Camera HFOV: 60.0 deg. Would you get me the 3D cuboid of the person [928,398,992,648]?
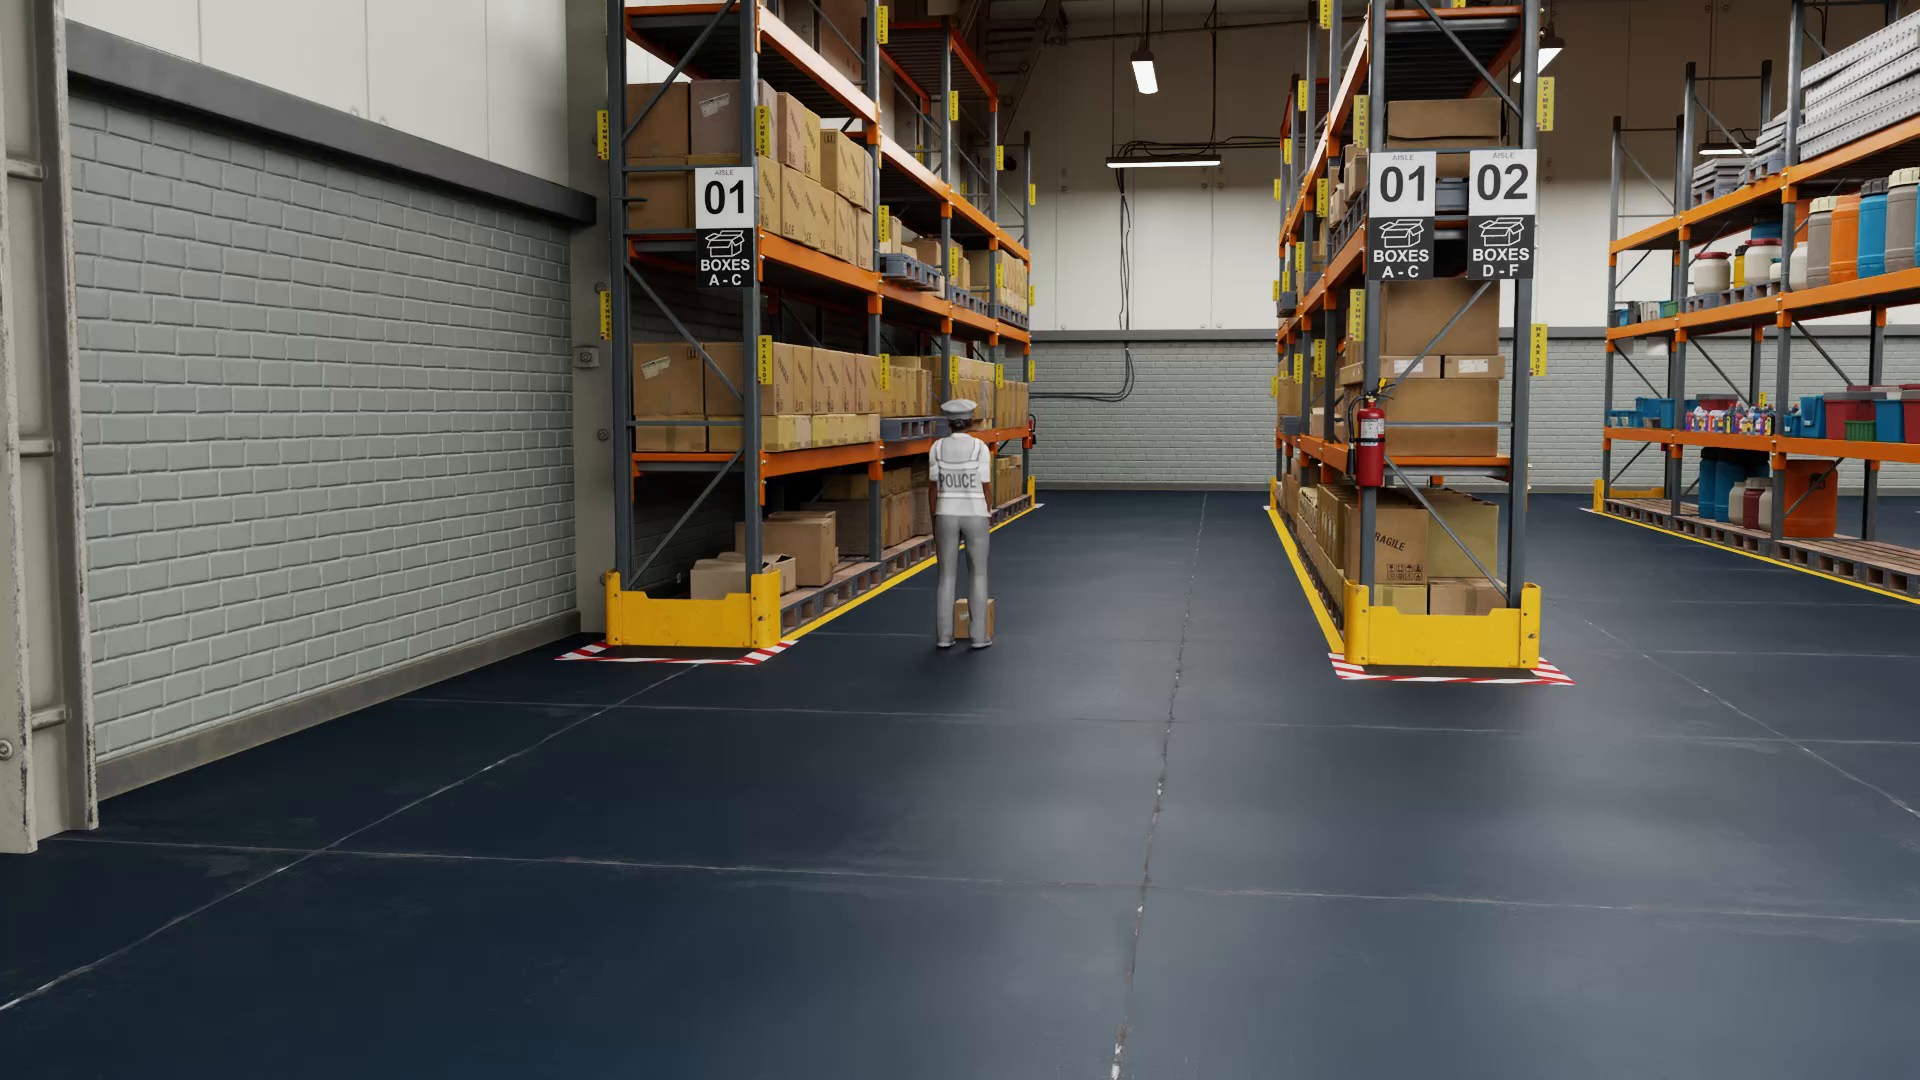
[{"bbox_3d":[0.004,-0.114,11.237,0.435,1.680,0.339,1,5,10],"label":"person"}]
